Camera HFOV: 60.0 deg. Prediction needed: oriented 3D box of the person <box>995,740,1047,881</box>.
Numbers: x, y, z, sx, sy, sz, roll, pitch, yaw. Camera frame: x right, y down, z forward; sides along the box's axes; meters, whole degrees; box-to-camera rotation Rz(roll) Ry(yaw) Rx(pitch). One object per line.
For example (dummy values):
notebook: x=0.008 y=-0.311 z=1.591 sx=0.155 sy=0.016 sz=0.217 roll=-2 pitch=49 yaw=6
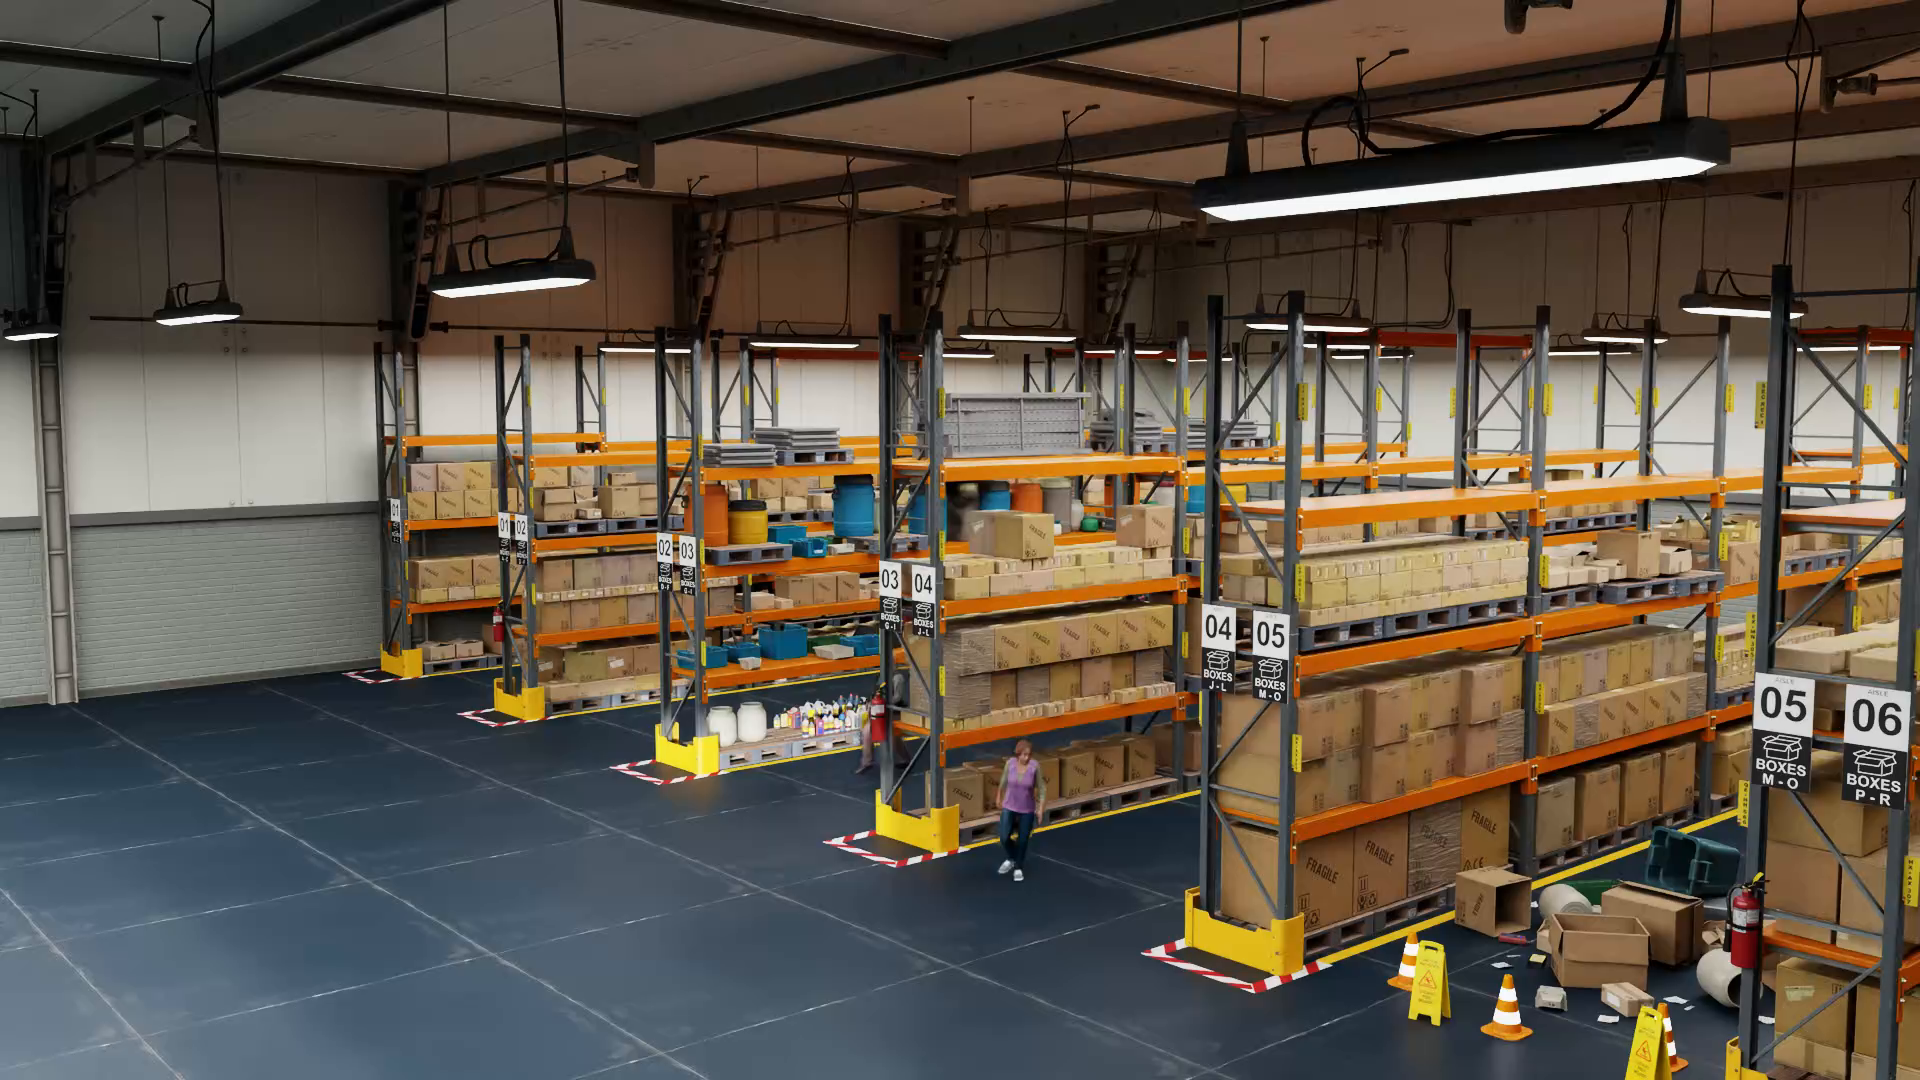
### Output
person: x=0.630 y=2.821 z=17.332 sx=0.552 sy=1.548 sz=0.592 roll=0 pitch=5 yaw=5

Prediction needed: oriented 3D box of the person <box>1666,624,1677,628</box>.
person: x=10.558 y=2.074 z=24.639 sx=0.672 sy=1.709 sz=0.701 roll=3 pitch=6 yaw=33

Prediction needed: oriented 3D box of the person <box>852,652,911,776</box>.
person: x=-0.950 y=2.294 z=22.080 sx=0.833 sy=1.693 sz=0.716 roll=-5 pitch=7 yaw=-42
